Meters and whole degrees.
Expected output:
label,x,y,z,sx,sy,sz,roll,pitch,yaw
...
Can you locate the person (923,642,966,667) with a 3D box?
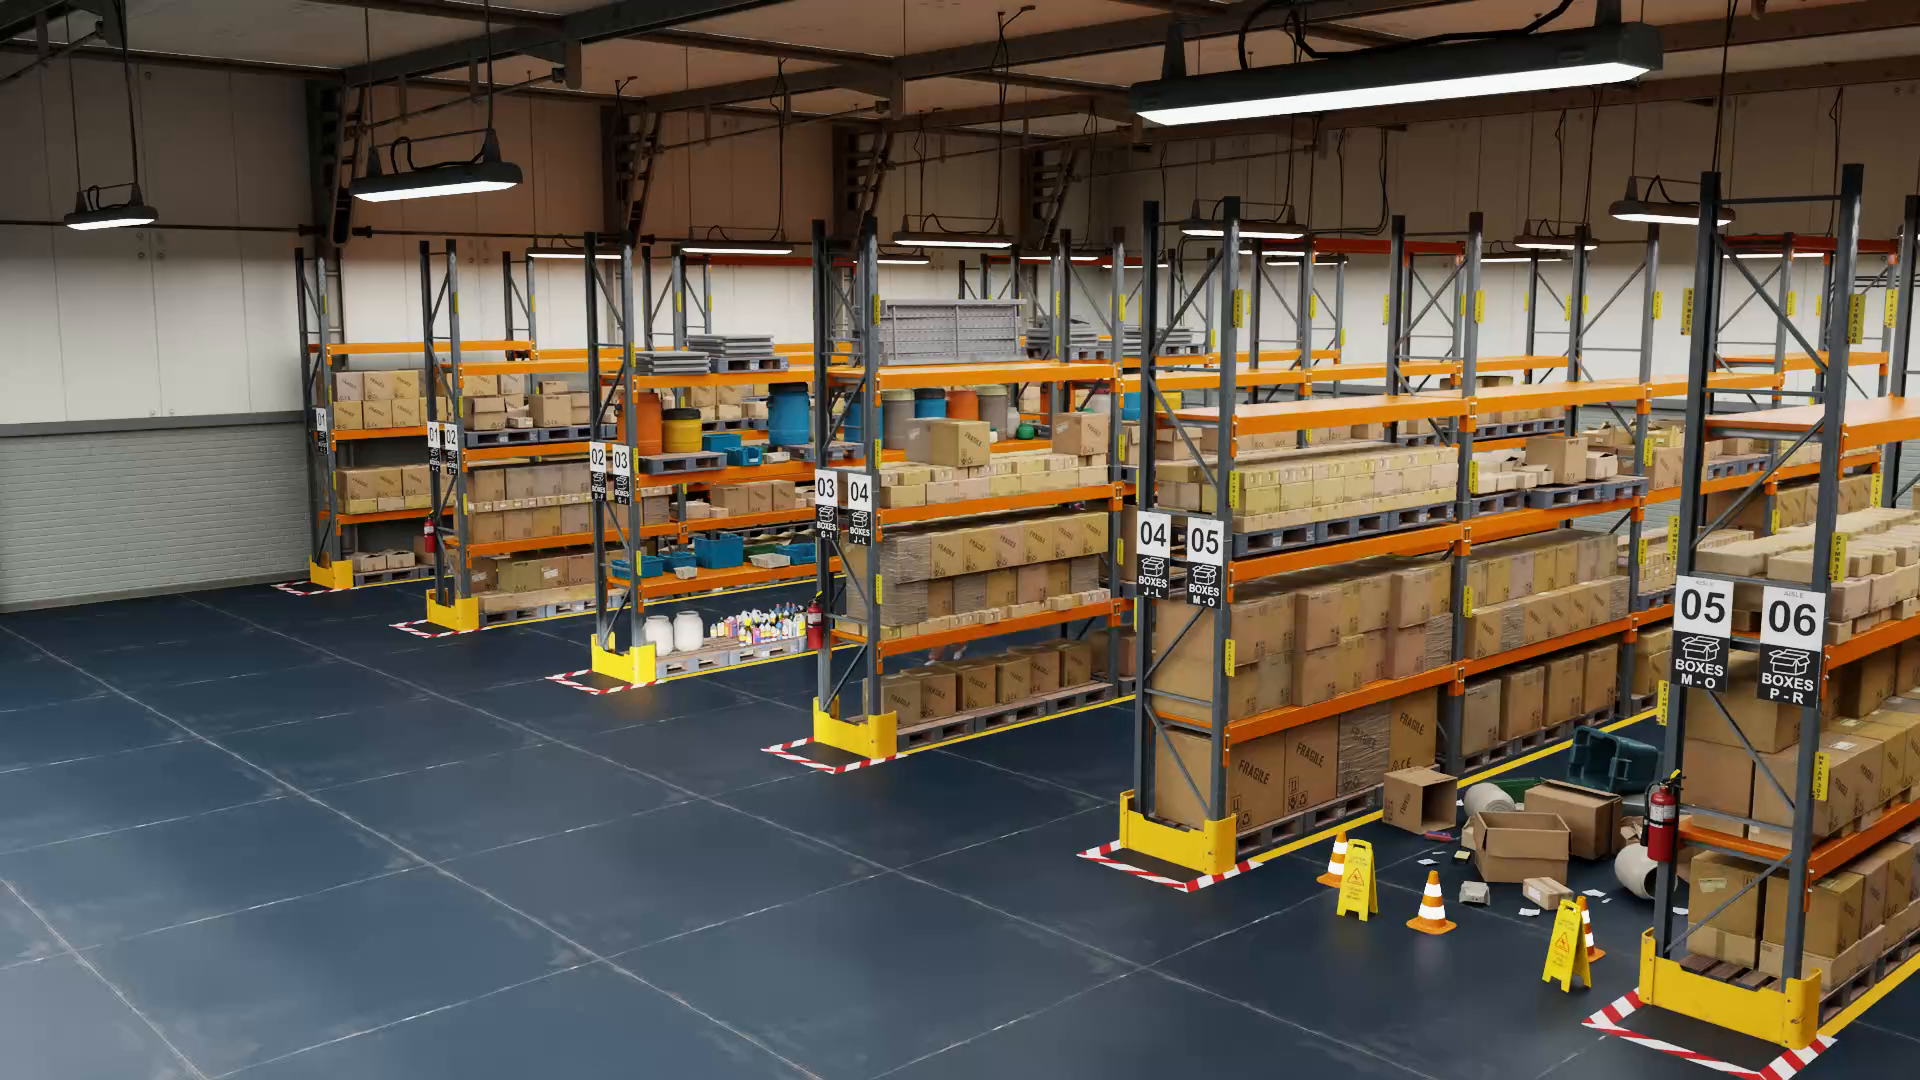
label,x,y,z,sx,sy,sz,roll,pitch,yaw
person,-0.193,0.870,22.332,0.585,1.691,0.944,7,11,39
